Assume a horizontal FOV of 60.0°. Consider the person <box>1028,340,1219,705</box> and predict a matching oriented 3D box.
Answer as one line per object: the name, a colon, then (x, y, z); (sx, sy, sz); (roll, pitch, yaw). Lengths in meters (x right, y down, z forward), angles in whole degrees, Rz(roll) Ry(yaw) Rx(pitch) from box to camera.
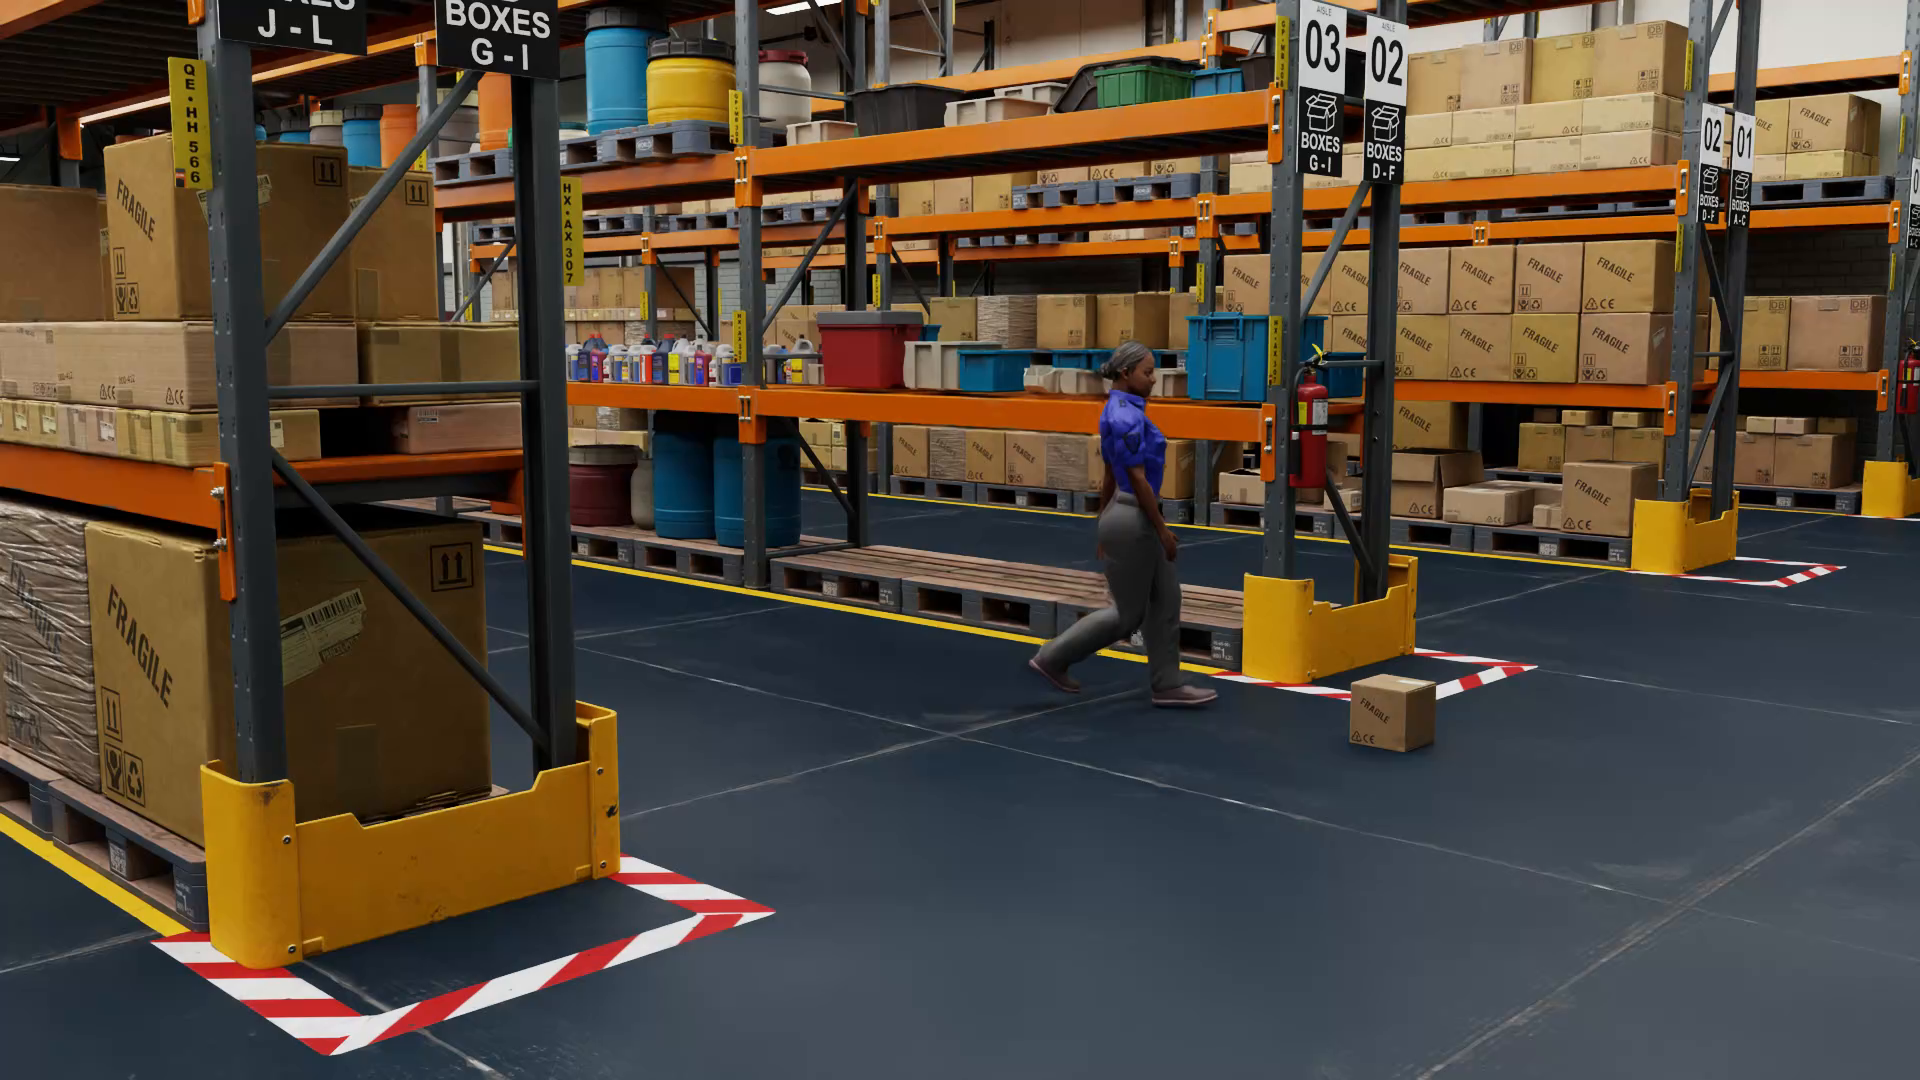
person: (0.728, -0.062, 7.292); (0.830, 1.621, 0.499); (1, 7, 9)
